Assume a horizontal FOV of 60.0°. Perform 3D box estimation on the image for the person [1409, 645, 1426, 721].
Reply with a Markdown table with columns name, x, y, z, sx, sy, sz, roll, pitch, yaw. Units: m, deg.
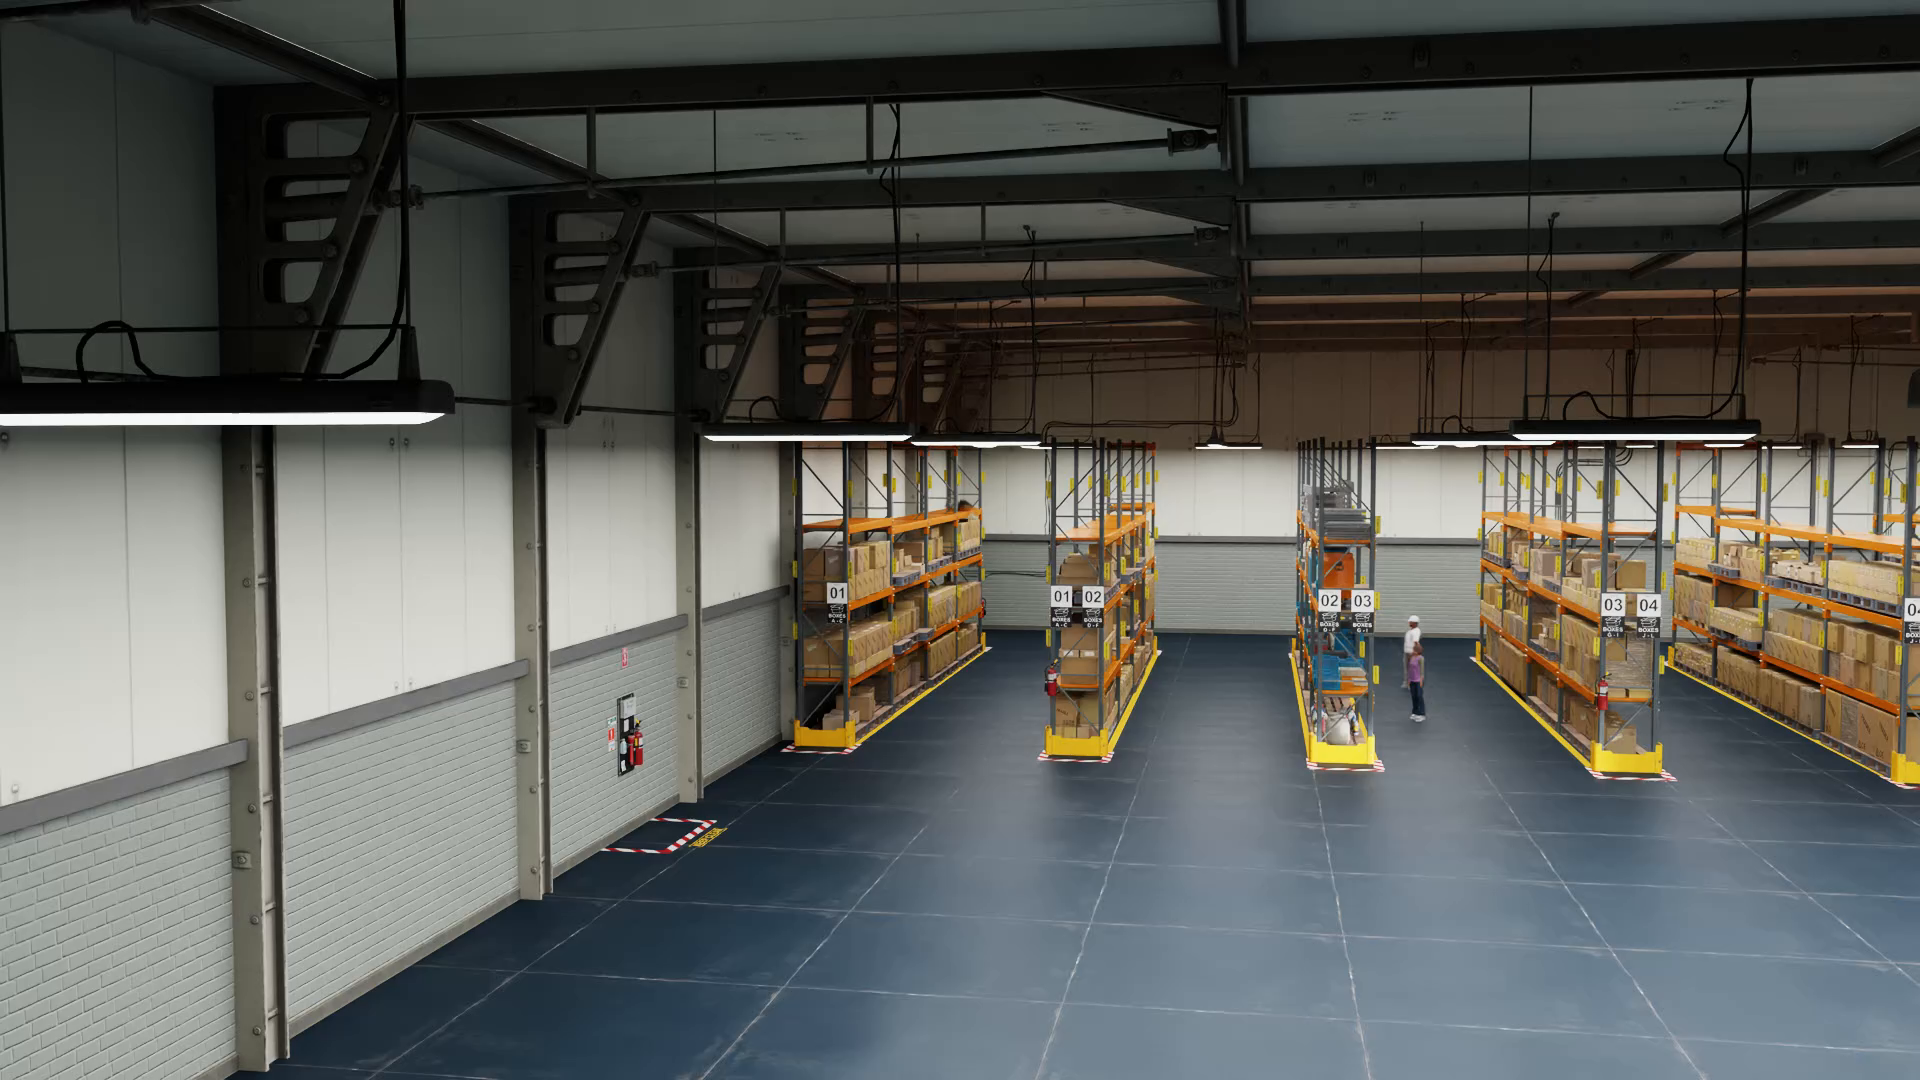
| name | x | y | z | sx | sy | sz | roll | pitch | yaw |
| --- | --- | --- | --- | --- | --- | --- | --- | --- | --- |
| person | 9.764 | 3.042 | 35.569 | 0.340 | 1.609 | 0.476 | -1 | 3 | -21 |

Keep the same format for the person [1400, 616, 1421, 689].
| name | x | y | z | sx | sy | sz | roll | pitch | yaw |
| --- | --- | --- | --- | --- | --- | --- | --- | --- | --- |
| person | 10.902 | 2.709 | 40.157 | 0.482 | 1.762 | 0.619 | -1 | 3 | -13 |
